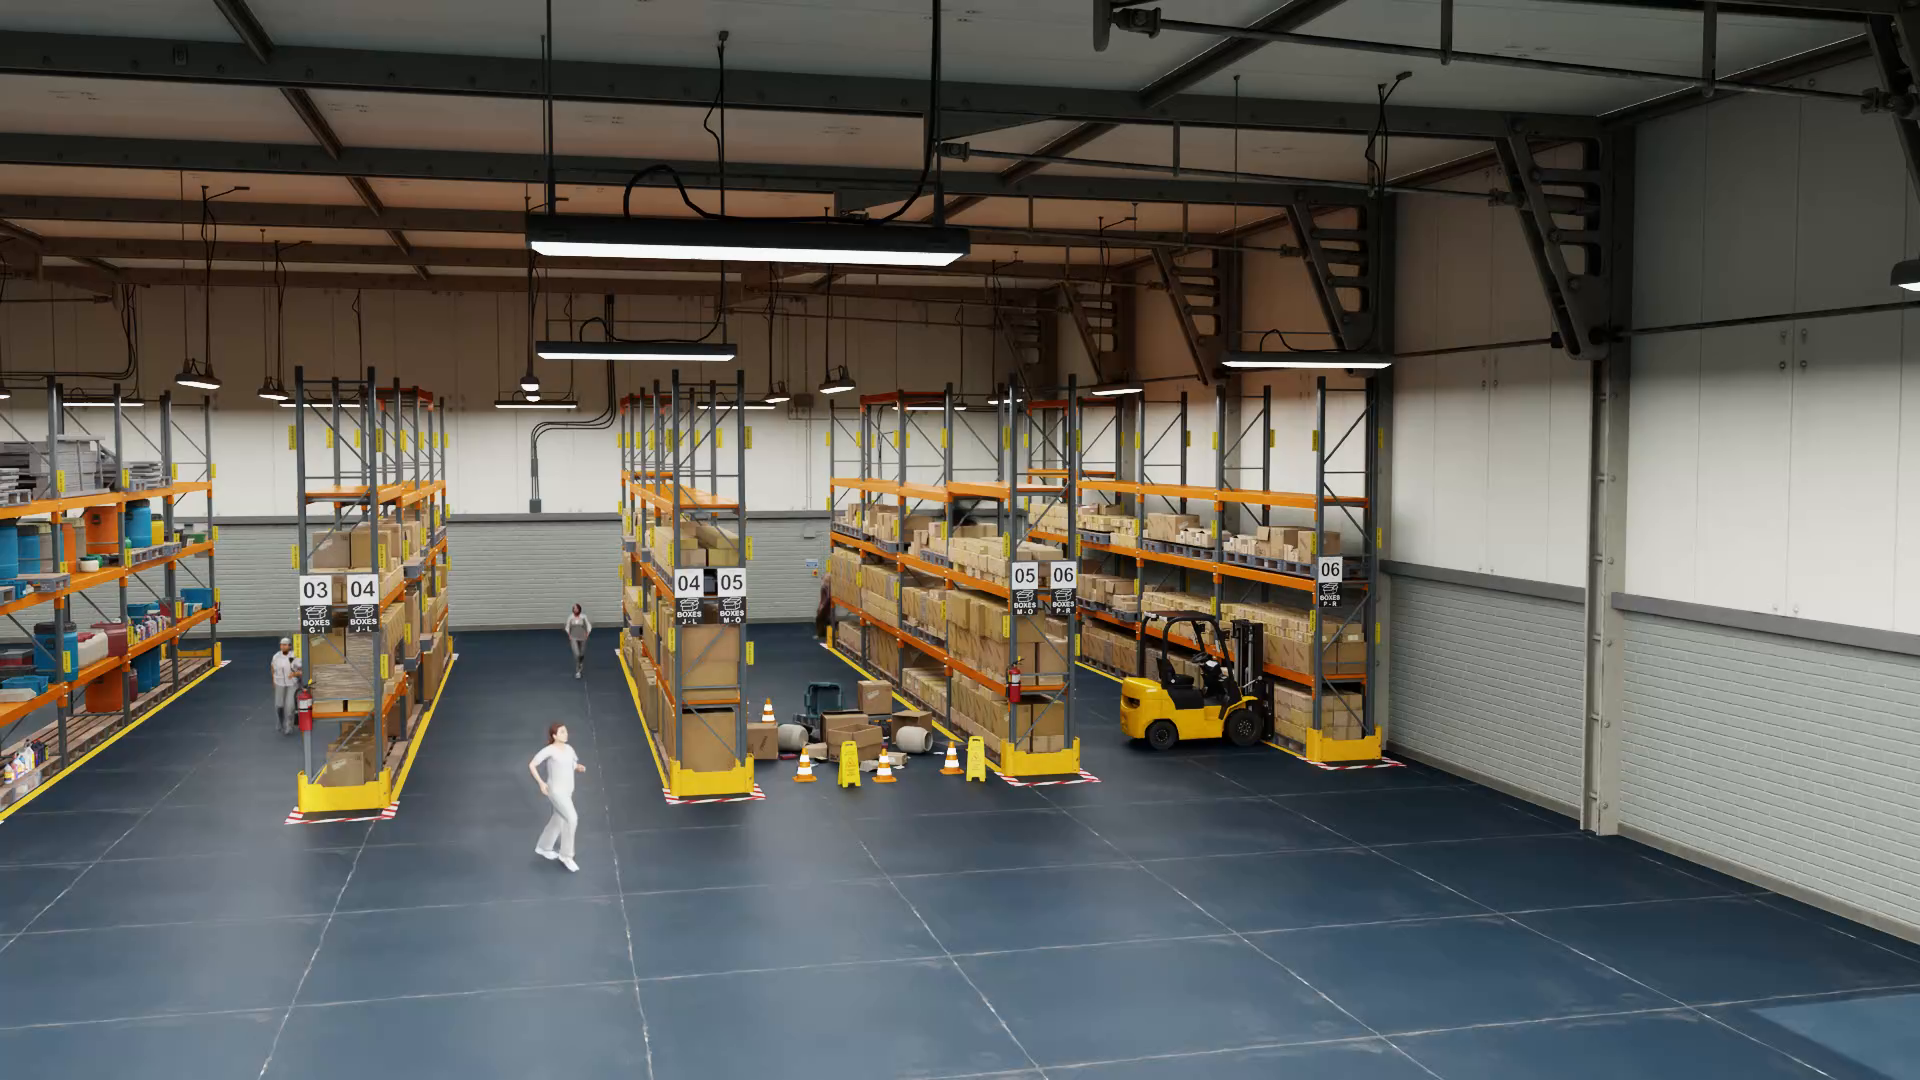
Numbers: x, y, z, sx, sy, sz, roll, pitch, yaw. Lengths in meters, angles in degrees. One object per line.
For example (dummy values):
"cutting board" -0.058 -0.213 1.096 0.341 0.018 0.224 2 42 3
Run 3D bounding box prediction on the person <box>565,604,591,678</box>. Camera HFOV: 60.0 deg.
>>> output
"person" -8.100 2.128 35.277 0.539 1.567 0.493 -1 3 -10

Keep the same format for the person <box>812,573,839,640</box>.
"person" -3.340 1.661 41.651 0.797 1.708 0.760 0 3 2

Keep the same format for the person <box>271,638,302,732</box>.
"person" -11.501 2.488 28.408 0.588 1.633 0.567 -1 3 -10

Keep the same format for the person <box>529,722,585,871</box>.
"person" -4.716 2.998 19.546 0.753 1.722 0.538 1 4 22
